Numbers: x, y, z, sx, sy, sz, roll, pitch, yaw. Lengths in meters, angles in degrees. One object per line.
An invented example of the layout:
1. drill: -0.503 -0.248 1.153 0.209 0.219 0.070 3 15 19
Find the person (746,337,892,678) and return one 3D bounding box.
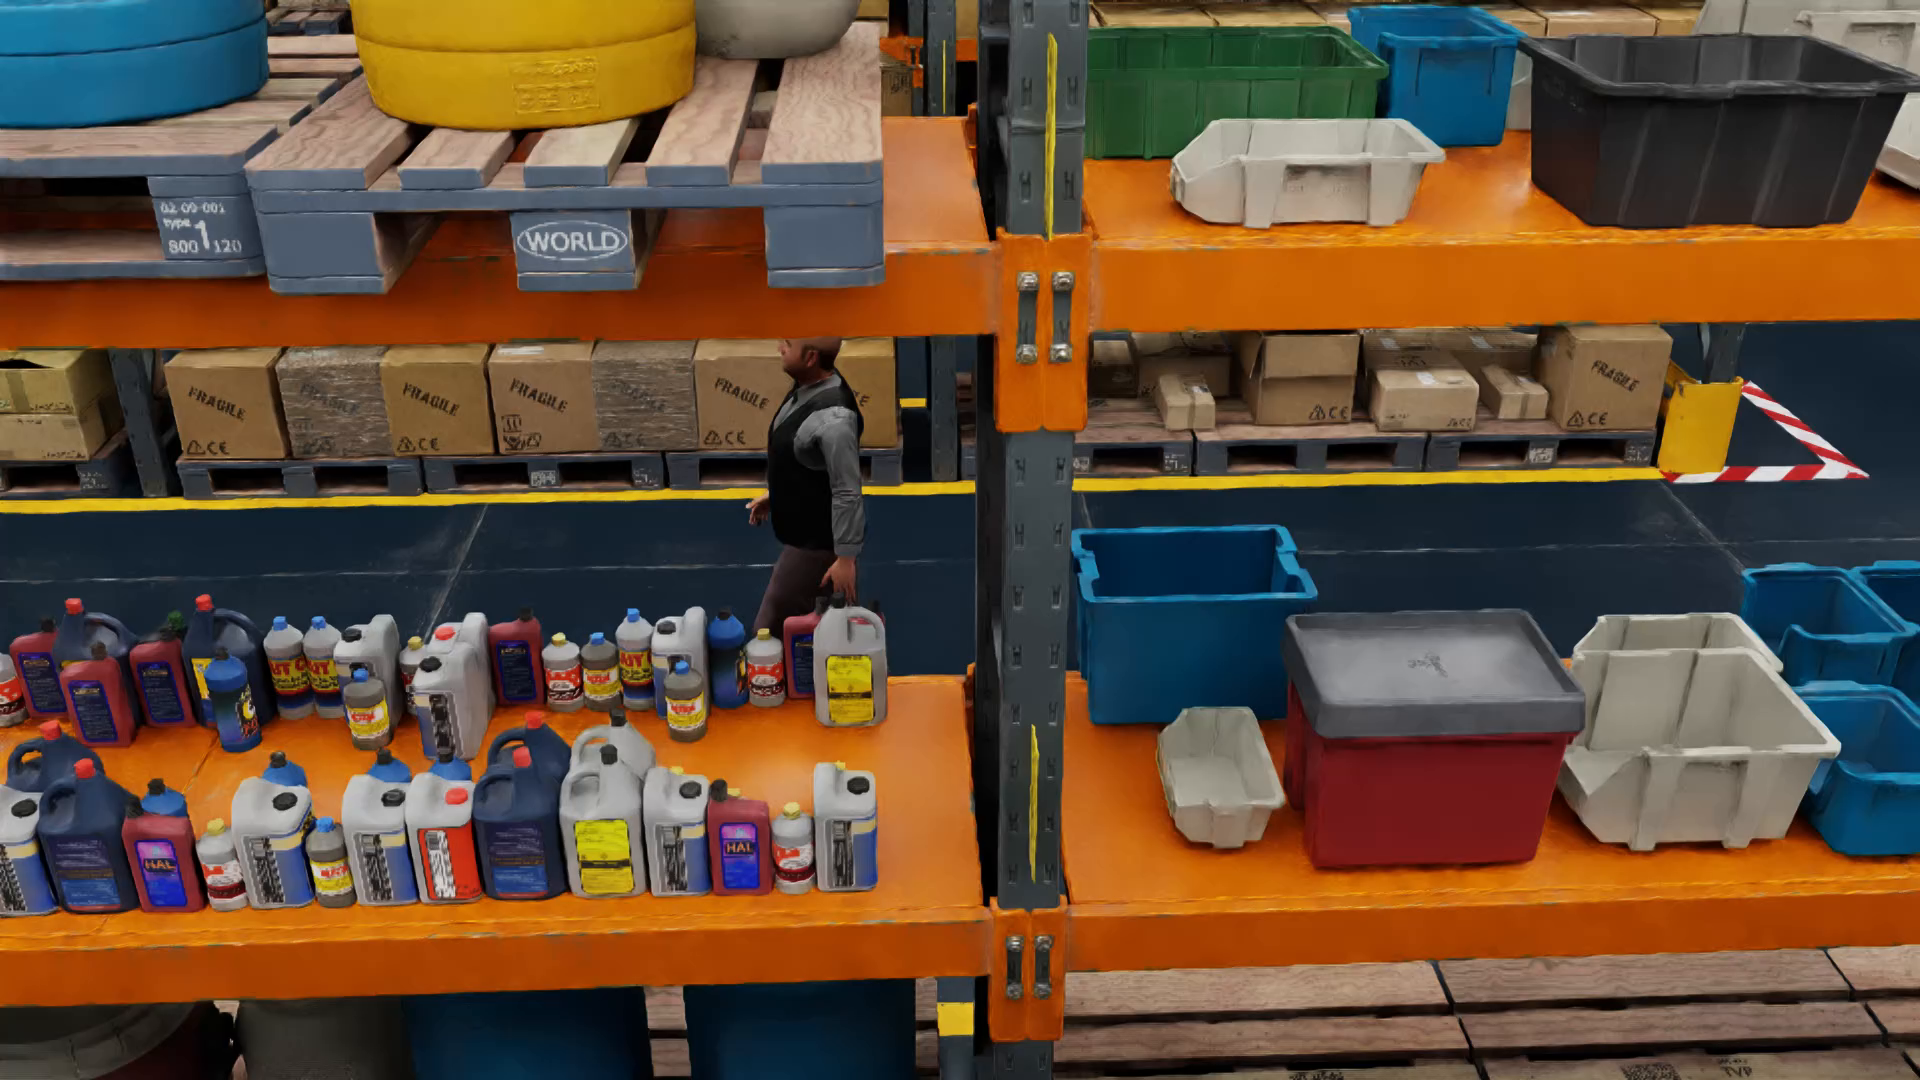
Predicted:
1. person: -0.599 -0.003 6.187 0.739 1.745 0.642 -4 28 -8
